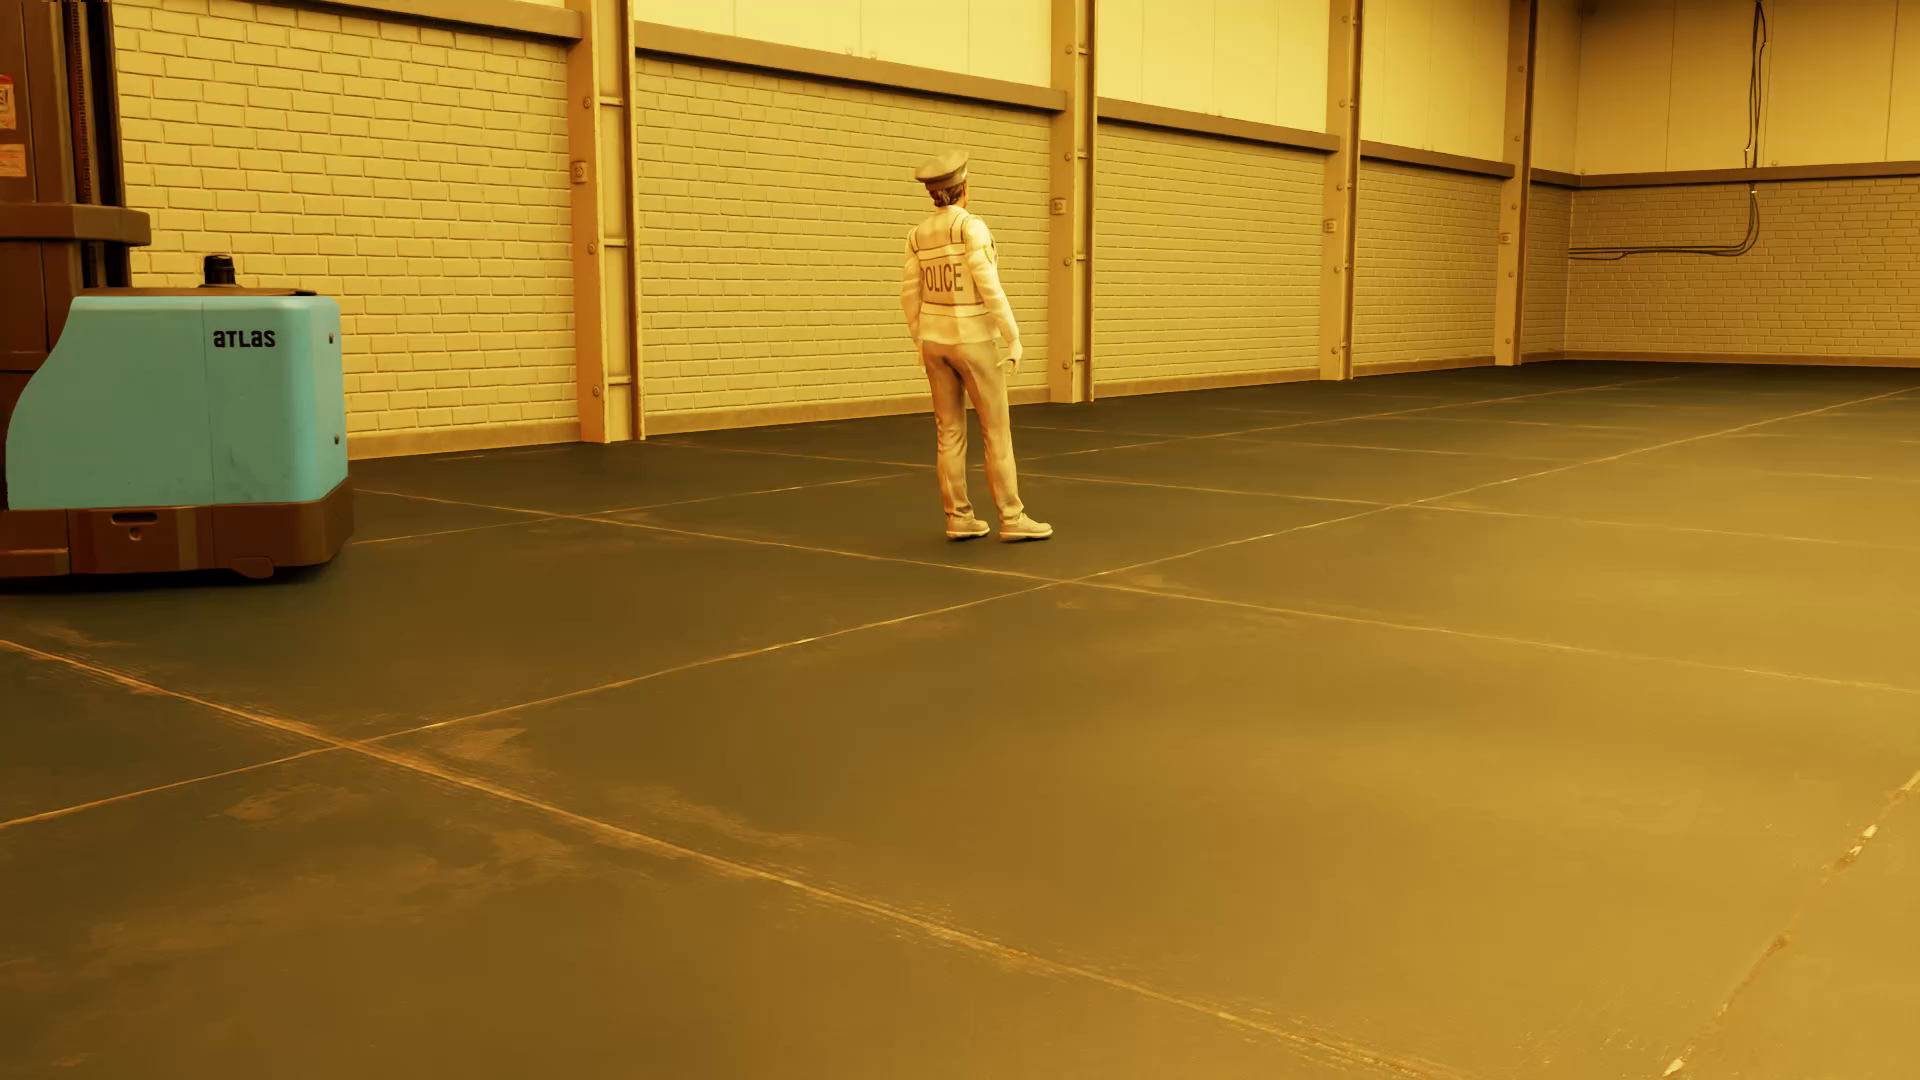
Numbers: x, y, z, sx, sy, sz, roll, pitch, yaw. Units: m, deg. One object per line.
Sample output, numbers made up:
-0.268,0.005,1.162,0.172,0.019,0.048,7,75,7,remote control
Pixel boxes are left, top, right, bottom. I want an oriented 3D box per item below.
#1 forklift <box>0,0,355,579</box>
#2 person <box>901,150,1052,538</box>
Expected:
-3.986,-1.307,6.212,3.031,2.935,1.130,-2,9,-13,forklift
0.049,-0.853,7.329,0.586,1.694,0.532,7,11,38,person
